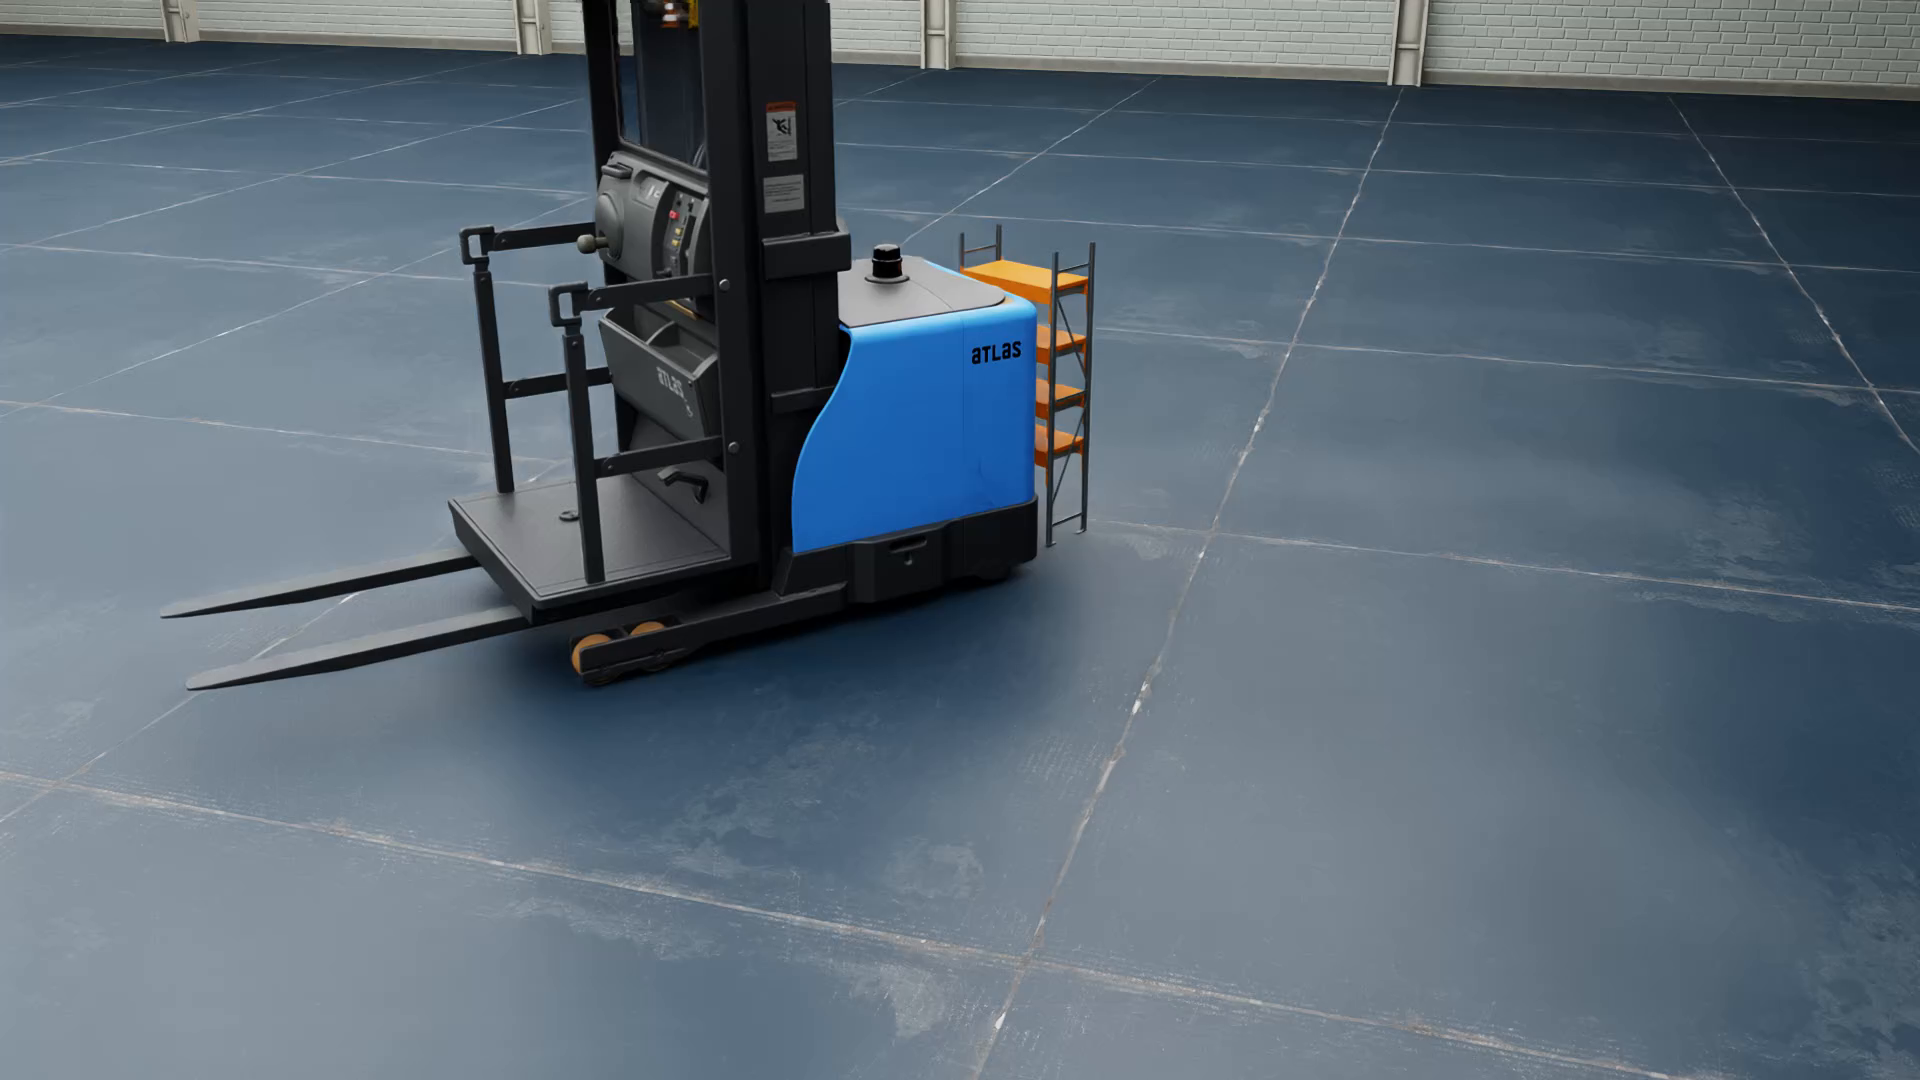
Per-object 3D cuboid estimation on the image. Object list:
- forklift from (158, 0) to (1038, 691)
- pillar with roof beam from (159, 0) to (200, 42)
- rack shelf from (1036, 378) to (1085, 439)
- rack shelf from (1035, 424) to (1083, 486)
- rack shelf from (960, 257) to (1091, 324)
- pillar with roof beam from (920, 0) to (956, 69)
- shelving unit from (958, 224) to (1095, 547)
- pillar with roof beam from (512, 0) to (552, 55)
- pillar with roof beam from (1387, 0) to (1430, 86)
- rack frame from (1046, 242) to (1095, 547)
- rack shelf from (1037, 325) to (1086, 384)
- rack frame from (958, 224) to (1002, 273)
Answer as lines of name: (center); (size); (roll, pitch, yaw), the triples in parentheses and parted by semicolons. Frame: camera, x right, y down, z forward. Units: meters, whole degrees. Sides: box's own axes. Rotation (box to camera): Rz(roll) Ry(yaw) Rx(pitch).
forklift: (-1.231, -1.098, 5.585); (3.031, 2.935, 1.130); (-13, 26, -28)
pillar with roof beam: (-13.018, -10.169, 19.703); (0.400, 9.000, 9.100); (7, 23, 16)
rack shelf: (0.258, -0.563, 6.738); (0.480, 0.148, 0.258); (20, 30, 40)
rack shelf: (0.258, -0.379, 6.813); (0.480, 0.148, 0.258); (20, 30, 40)
rack shelf: (0.258, -0.988, 6.563); (0.480, 0.148, 0.258); (20, 30, 40)
pillar with roof beam: (-1.530, -8.853, 16.496); (0.400, 9.000, 9.100); (7, 23, 16)
shelving unit: (0.258, -0.625, 6.712); (0.503, 1.200, 0.258); (20, 30, 40)
pillar with roof beam: (-7.274, -9.511, 18.099); (0.400, 9.000, 9.100); (7, 23, 16)
pillar with roof beam: (4.214, -8.196, 14.892); (0.400, 9.000, 9.100); (7, 23, 16)
rack frame: (0.434, -0.561, 6.556); (0.015, 1.200, 0.240); (20, 30, 40)
rack shelf: (0.258, -0.770, 6.653); (0.480, 0.148, 0.258); (20, 30, 40)
rack frame: (0.081, -0.689, 6.868); (0.015, 1.200, 0.240); (20, 30, 40)
